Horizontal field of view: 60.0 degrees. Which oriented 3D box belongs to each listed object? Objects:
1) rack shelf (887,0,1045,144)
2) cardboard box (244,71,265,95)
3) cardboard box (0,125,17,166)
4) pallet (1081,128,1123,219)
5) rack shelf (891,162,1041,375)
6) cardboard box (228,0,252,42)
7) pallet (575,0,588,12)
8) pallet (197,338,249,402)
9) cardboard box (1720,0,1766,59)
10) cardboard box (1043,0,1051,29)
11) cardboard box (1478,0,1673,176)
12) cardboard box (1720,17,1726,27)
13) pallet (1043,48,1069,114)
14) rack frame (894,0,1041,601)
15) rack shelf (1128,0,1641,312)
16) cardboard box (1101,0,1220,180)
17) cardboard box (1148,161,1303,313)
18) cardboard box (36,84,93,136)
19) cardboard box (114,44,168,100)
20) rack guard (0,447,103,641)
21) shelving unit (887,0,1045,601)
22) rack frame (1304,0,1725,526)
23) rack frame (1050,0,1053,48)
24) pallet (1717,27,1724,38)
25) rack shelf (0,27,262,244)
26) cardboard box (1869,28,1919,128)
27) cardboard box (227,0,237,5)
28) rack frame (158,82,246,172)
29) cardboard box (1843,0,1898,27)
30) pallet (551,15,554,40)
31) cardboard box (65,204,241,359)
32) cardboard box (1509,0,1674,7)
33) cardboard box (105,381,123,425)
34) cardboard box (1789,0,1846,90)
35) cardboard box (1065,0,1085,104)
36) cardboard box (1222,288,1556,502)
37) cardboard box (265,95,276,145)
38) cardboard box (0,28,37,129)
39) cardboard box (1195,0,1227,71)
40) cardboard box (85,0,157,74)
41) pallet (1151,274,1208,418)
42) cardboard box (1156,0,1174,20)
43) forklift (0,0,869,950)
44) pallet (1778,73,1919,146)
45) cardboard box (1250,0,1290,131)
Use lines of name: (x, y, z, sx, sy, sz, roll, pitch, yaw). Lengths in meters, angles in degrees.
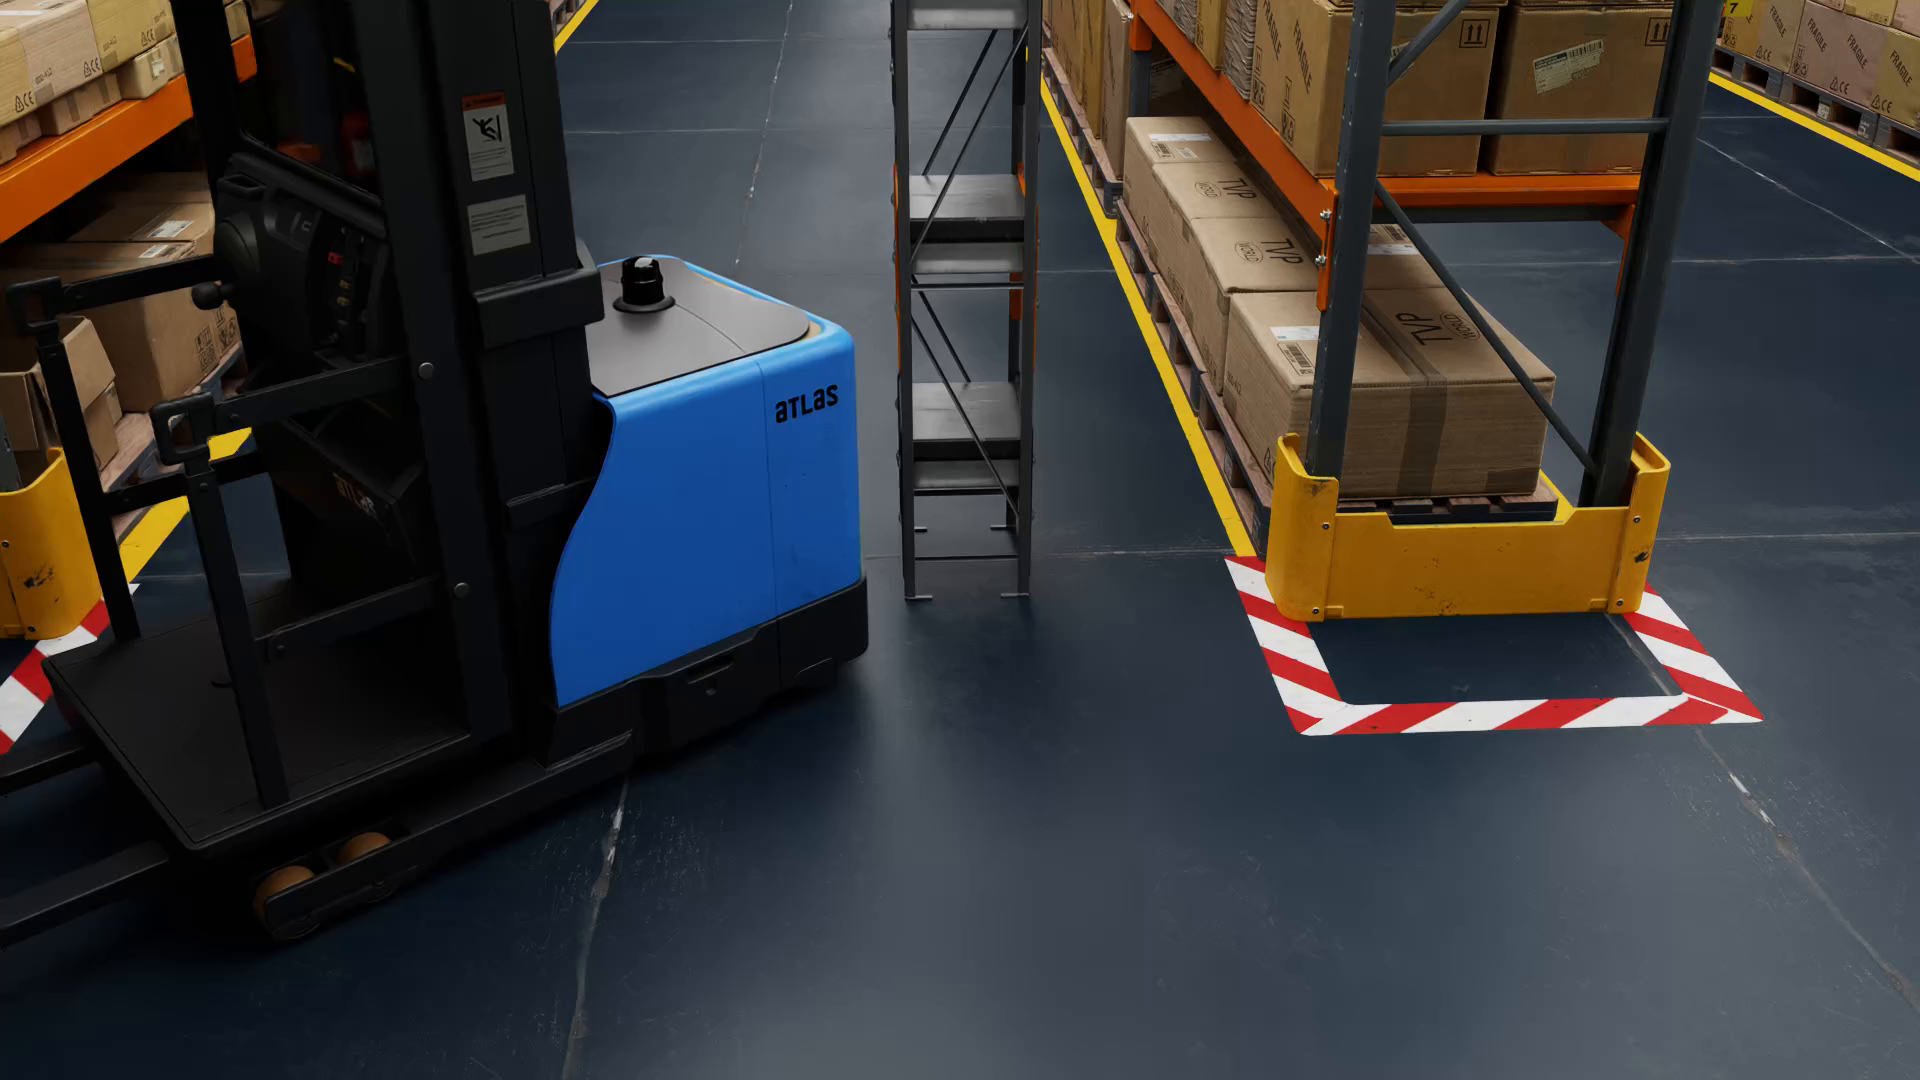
rack shelf: (0.009, -1.463, 4.800, 0.431, 0.518, 0.480, -1, 28, -3)
cardboard box: (-3.876, -2.428, 8.709, 0.380, 0.149, 0.250, -2, 28, -5)
cardboard box: (-3.163, -1.216, 5.109, 0.380, 0.149, 0.250, -1, 28, -1)
pallet: (1.272, -2.139, 9.623, 1.003, 0.211, 1.213, -1, 28, -3)
rack shelf: (0.009, -0.842, 5.124, 0.431, 0.518, 0.480, -1, 28, -3)
cardboard box: (-3.199, -2.169, 6.936, 0.380, 0.149, 0.250, -2, 28, -3)
pallet: (-3.909, -5.018, 15.144, 1.003, 0.211, 1.213, -1, 28, -3)
pallet: (-3.467, -0.781, 7.020, 1.003, 0.211, 1.213, -1, 28, -3)
cardboard box: (5.899, -3.780, 12.002, 0.500, 0.500, 0.500, -3, 28, -5)
cardboard box: (1.159, -4.151, 12.852, 0.950, 0.372, 0.625, -3, 28, -6)
cardboard box: (1.858, -1.447, 5.172, 0.500, 0.500, 0.500, -2, 28, -3)
cardboard box: (6.175, -4.507, 13.126, 1.050, 0.750, 0.750, -2, 28, -3)
pallet: (1.145, -3.266, 11.784, 1.003, 0.211, 1.213, -1, 28, -3)
rack frame: (0.021, -0.742, 4.902, 0.400, 2.100, 0.015, -1, 28, -3)
rack shelf: (1.492, -1.779, 6.694, 1.077, 0.370, 4.000, -1, 28, -3)
cardboard box: (1.275, -2.550, 9.238, 0.875, 0.875, 0.875, -1, 28, -1)
cardboard box: (1.361, -1.365, 7.441, 0.875, 0.438, 0.875, -2, 28, -4)
cardboard box: (-3.163, -1.454, 5.567, 0.380, 0.149, 0.250, -1, 28, -1)
cardboard box: (-3.121, -1.696, 6.029, 0.380, 0.149, 0.250, -2, 28, -4)
rack guard: (-3.364, 0.021, 5.169, 1.175, 0.500, 0.348, -1, 28, -3)
shelving unit: (0.009, -0.855, 5.118, 0.431, 2.100, 0.503, -1, 28, -3)
rack frame: (1.597, -1.174, 4.757, 1.000, 3.000, 0.127, -1, 28, -3)
rack frame: (1.179, -4.868, 11.841, 1.000, 3.000, 0.127, -1, 28, -3)
pallet: (6.151, -4.164, 13.506, 1.003, 0.211, 1.213, -1, 28, -3)
rack shelf: (-3.465, -1.657, 6.461, 1.077, 0.370, 4.000, -1, 28, -3)
cardboard box: (6.009, -2.838, 10.196, 0.500, 0.500, 0.500, -2, 28, -4)
cardboard box: (-3.245, -2.274, 6.707, 0.500, 0.250, 0.500, -2, 28, -3)
rack frame: (-3.569, -2.900, 8.066, 1.000, 3.000, 0.127, -1, 28, -3)
cardboard box: (5.979, -3.417, 10.496, 0.500, 0.250, 0.500, -3, 28, -5)
pallet: (-3.782, -3.892, 12.983, 1.003, 0.211, 1.213, -1, 28, -3)
cardboard box: (-3.231, -1.057, 6.782, 0.500, 0.500, 0.500, -1, 28, -2)
cardboard box: (1.856, -1.890, 4.941, 0.500, 0.500, 0.500, -2, 28, -4)
cardboard box: (-3.281, -0.456, 6.010, 0.380, 0.149, 0.250, -2, 28, -5)
cardboard box: (5.960, -3.311, 11.103, 0.500, 0.500, 0.500, -2, 28, -4)
cardboard box: (1.174, -3.380, 10.829, 0.875, 0.875, 0.875, -1, 28, -2)
cardboard box: (1.462, -0.526, 5.832, 0.875, 0.438, 0.875, -2, 28, -4)
cardboard box: (-3.370, -2.206, 8.985, 0.500, 0.500, 0.500, 0, 28, 0)
cardboard box: (-3.115, -1.334, 4.904, 0.500, 0.250, 0.500, -1, 28, -2)
cardboard box: (1.219, -2.142, 6.506, 0.500, 0.500, 0.500, -1, 28, -1)
cardboard box: (-3.171, -1.801, 5.799, 0.500, 0.250, 0.500, -2, 28, -4)
pallet: (1.416, -0.867, 7.184, 1.003, 0.211, 1.213, -1, 28, -3)
cardboard box: (1.173, -2.610, 7.402, 0.500, 0.500, 0.500, -1, 28, -2)
forklift: (-1.706, -0.629, 3.786, 3.031, 2.935, 1.130, -23, 35, -36)
pallet: (6.217, -2.875, 11.034, 1.003, 0.211, 1.213, -1, 28, -3)
cardboard box: (1.296, -1.667, 5.594, 0.500, 0.500, 0.500, -2, 28, -4)
